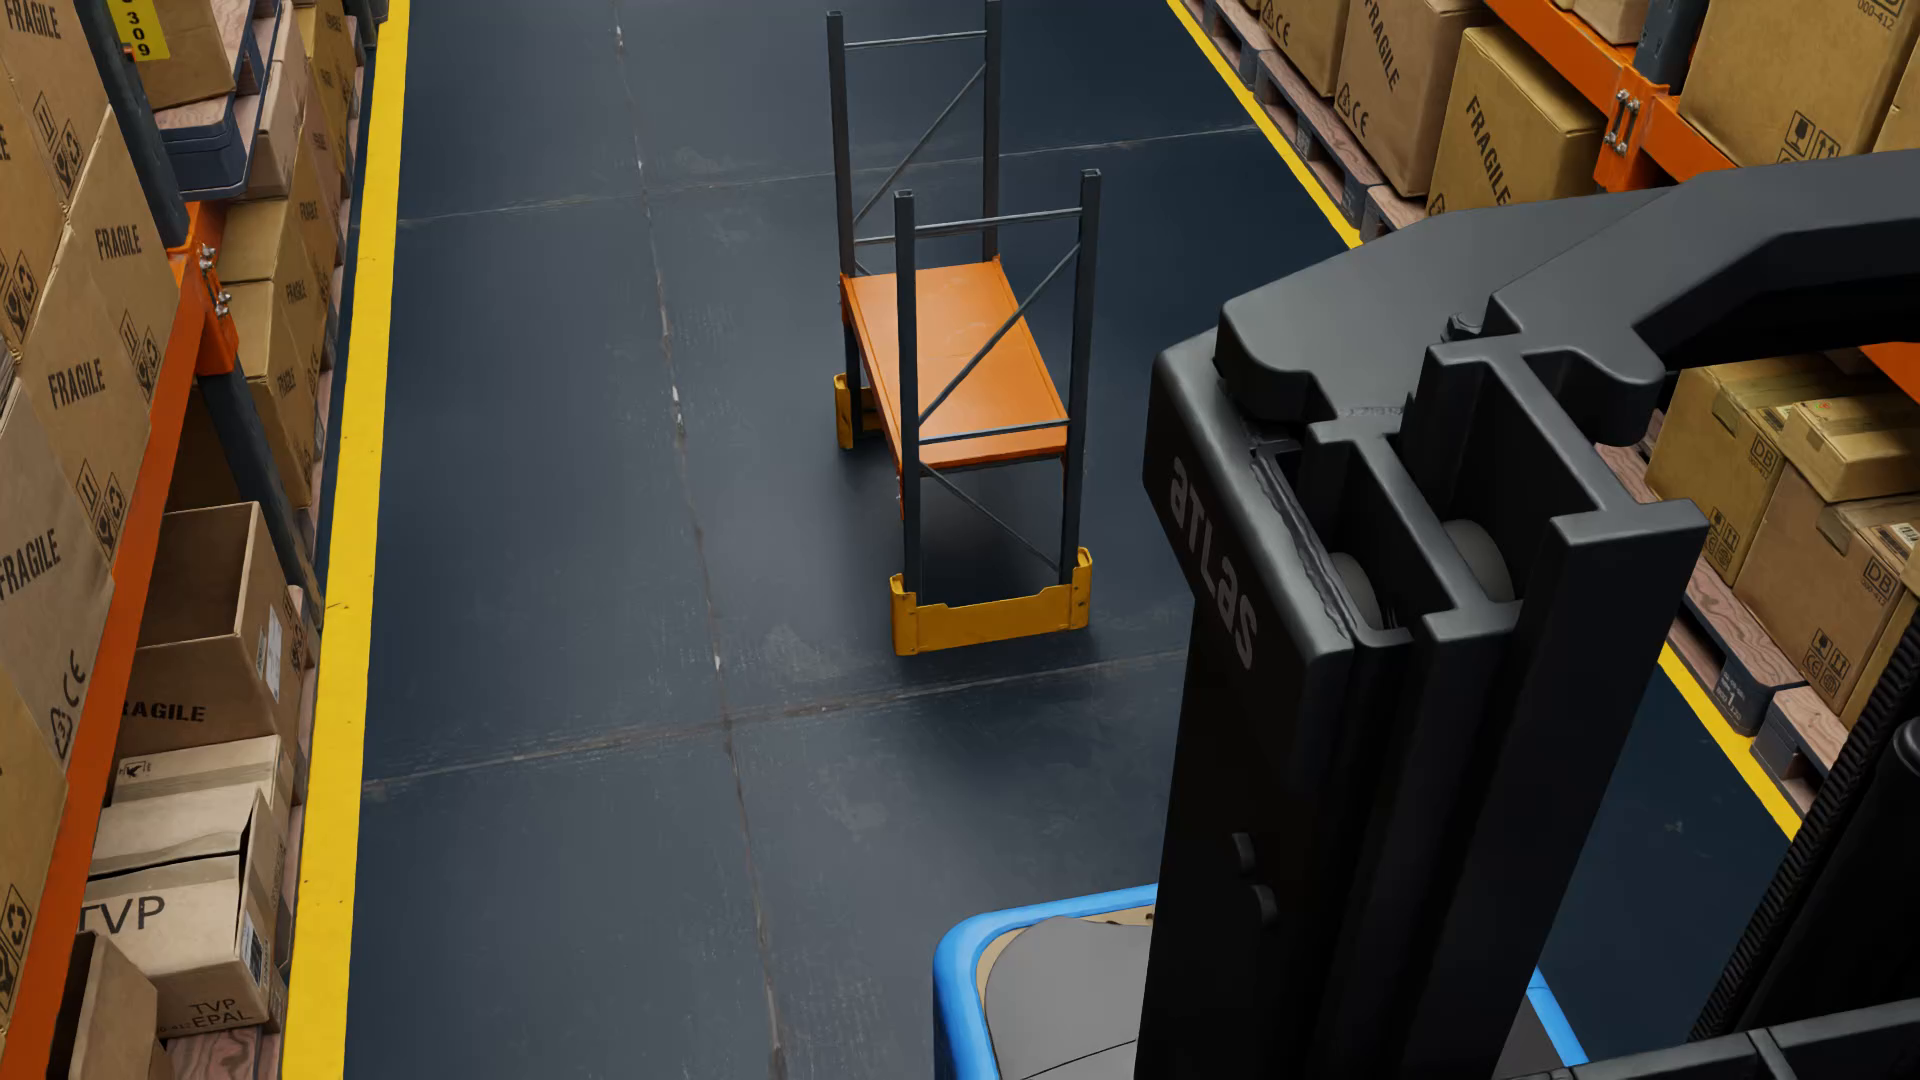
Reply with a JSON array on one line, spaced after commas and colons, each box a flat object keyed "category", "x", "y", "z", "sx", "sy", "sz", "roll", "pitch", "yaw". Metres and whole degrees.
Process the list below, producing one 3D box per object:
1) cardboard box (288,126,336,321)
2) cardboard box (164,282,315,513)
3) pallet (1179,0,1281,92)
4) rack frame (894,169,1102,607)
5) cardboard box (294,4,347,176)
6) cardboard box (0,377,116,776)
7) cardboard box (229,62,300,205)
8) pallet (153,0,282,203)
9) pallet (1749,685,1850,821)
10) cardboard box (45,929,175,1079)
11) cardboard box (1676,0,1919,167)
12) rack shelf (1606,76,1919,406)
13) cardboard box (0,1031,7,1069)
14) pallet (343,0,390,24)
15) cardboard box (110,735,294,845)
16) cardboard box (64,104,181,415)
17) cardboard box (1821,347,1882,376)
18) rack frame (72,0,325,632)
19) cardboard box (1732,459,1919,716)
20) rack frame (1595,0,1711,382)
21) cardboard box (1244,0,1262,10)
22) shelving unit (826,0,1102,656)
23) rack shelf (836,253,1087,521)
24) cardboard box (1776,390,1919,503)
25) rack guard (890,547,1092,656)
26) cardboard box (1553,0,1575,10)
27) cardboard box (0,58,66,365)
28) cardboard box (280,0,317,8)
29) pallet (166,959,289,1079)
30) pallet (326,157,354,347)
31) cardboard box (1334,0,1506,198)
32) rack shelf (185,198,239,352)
[{"category": "cardboard box", "x": -2.491, "y": -1.068, "z": 5.746, "sx": 0.500, "sy": 0.500, "sz": 0.500, "roll": -8, "pitch": 42, "yaw": -9}, {"category": "cardboard box", "x": -2.265, "y": -0.399, "z": 4.992, "sx": 0.500, "sy": 0.500, "sz": 0.500, "roll": -10, "pitch": 43, "yaw": -11}, {"category": "pallet", "x": 1.671, "y": -2.561, "z": 7.977, "sx": 1.003, "sy": 0.211, "sz": 1.213, "roll": -8, "pitch": 42, "yaw": -9}, {"category": "rack frame", "x": 0.091, "y": -0.287, "z": 4.443, "sx": 0.500, "sy": 1.500, "sz": 0.032, "roll": -8, "pitch": 42, "yaw": -9}, {"category": "cardboard box", "x": -2.719, "y": -1.735, "z": 6.497, "sx": 0.500, "sy": 0.500, "sz": 0.500, "roll": -10, "pitch": 43, "yaw": -11}, {"category": "cardboard box", "x": -1.814, "y": 0.095, "z": 2.808, "sx": 0.500, "sy": 0.500, "sz": 0.500, "roll": -7, "pitch": 42, "yaw": -8}, {"category": "cardboard box", "x": -2.480, "y": -1.328, "z": 5.473, "sx": 0.500, "sy": 0.250, "sz": 0.500, "roll": -8, "pitch": 42, "yaw": -9}, {"category": "pallet", "x": -2.464, "y": -1.283, "z": 4.580, "sx": 1.003, "sy": 0.211, "sz": 1.213, "roll": -8, "pitch": 42, "yaw": -9}, {"category": "pallet", "x": 2.792, "y": 0.806, "z": 4.183, "sx": 1.003, "sy": 0.211, "sz": 1.213, "roll": -8, "pitch": 42, "yaw": -9}, {"category": "cardboard box", "x": -1.988, "y": 1.165, "z": 3.227, "sx": 0.797, "sy": 0.503, "sz": 0.637, "roll": -8, "pitch": 42, "yaw": -9}, {"category": "cardboard box", "x": 2.539, "y": -1.291, "z": 4.219, "sx": 0.980, "sy": 0.700, "sz": 0.700, "roll": -8, "pitch": 42, "yaw": -9}, {"category": "rack shelf", "x": 2.870, "y": 0.032, "z": 3.496, "sx": 1.077, "sy": 0.370, "sz": 4.000, "roll": -8, "pitch": 42, "yaw": -9}, {"category": "cardboard box", "x": -1.595, "y": 0.750, "z": 2.071, "sx": 0.500, "sy": 0.500, "sz": 0.500, "roll": -8, "pitch": 42, "yaw": -9}, {"category": "pallet", "x": -3.401, "y": -2.910, "z": 8.369, "sx": 1.003, "sy": 0.211, "sz": 1.213, "roll": -8, "pitch": 42, "yaw": -9}, {"category": "cardboard box", "x": -1.859, "y": 0.644, "z": 4.081, "sx": 0.380, "sy": 0.149, "sz": 0.250, "roll": -8, "pitch": 42, "yaw": -9}, {"category": "cardboard box", "x": -2.040, "y": -0.571, "z": 3.559, "sx": 0.500, "sy": 0.500, "sz": 0.500, "roll": -8, "pitch": 42, "yaw": -9}, {"category": "cardboard box", "x": 2.662, "y": -0.621, "z": 4.768, "sx": 0.380, "sy": 0.149, "sz": 0.250, "roll": -9, "pitch": 42, "yaw": -10}, {"category": "rack frame", "x": -2.398, "y": -0.821, "z": 3.915, "sx": 1.000, "sy": 3.000, "sz": 0.127, "roll": -8, "pitch": 42, "yaw": -9}, {"category": "cardboard box", "x": 2.604, "y": 0.070, "z": 4.478, "sx": 0.700, "sy": 0.500, "sz": 0.500, "roll": -9, "pitch": 42, "yaw": -10}, {"category": "rack frame", "x": 2.438, "y": -1.533, "z": 4.718, "sx": 1.000, "sy": 3.000, "sz": 0.127, "roll": -8, "pitch": 42, "yaw": -9}, {"category": "cardboard box", "x": 1.605, "y": -2.984, "z": 7.655, "sx": 0.750, "sy": 0.750, "sz": 0.750, "roll": -9, "pitch": 42, "yaw": -10}, {"category": "shelving unit", "x": -0.016, "y": -0.610, "z": 4.808, "sx": 0.587, "sy": 1.500, "sz": 1.083, "roll": -8, "pitch": 42, "yaw": -9}, {"category": "rack shelf", "x": -0.018, "y": -0.482, "z": 4.934, "sx": 0.538, "sy": 0.185, "sz": 1.000, "roll": -8, "pitch": 42, "yaw": -9}, {"category": "cardboard box", "x": 2.395, "y": -0.250, "z": 4.351, "sx": 0.380, "sy": 0.149, "sz": 0.250, "roll": -7, "pitch": 42, "yaw": -8}, {"category": "rack guard", "x": 0.091, "y": 0.180, "z": 4.859, "sx": 0.587, "sy": 0.250, "sz": 0.087, "roll": -8, "pitch": 42, "yaw": -9}, {"category": "cardboard box", "x": 2.011, "y": -1.786, "z": 5.176, "sx": 0.380, "sy": 0.149, "sz": 0.250, "roll": -8, "pitch": 42, "yaw": -8}, {"category": "cardboard box", "x": -1.923, "y": -0.610, "z": 2.849, "sx": 0.500, "sy": 0.500, "sz": 0.500, "roll": -9, "pitch": 42, "yaw": -10}, {"category": "cardboard box", "x": -2.814, "y": -2.316, "z": 6.586, "sx": 0.500, "sy": 0.250, "sz": 0.500, "roll": -7, "pitch": 42, "yaw": -8}, {"category": "pallet", "x": -1.984, "y": 1.460, "z": 3.447, "sx": 1.003, "sy": 0.211, "sz": 1.213, "roll": -8, "pitch": 42, "yaw": -9}, {"category": "pallet", "x": -2.877, "y": -1.092, "z": 6.322, "sx": 1.003, "sy": 0.211, "sz": 1.213, "roll": -8, "pitch": 42, "yaw": -9}, {"category": "cardboard box", "x": 1.976, "y": -1.865, "z": 6.394, "sx": 0.750, "sy": 0.750, "sz": 0.750, "roll": -7, "pitch": 42, "yaw": -8}, {"category": "rack shelf", "x": -2.830, "y": -1.848, "z": 5.615, "sx": 1.077, "sy": 0.370, "sz": 4.000, "roll": -8, "pitch": 42, "yaw": -9}]
